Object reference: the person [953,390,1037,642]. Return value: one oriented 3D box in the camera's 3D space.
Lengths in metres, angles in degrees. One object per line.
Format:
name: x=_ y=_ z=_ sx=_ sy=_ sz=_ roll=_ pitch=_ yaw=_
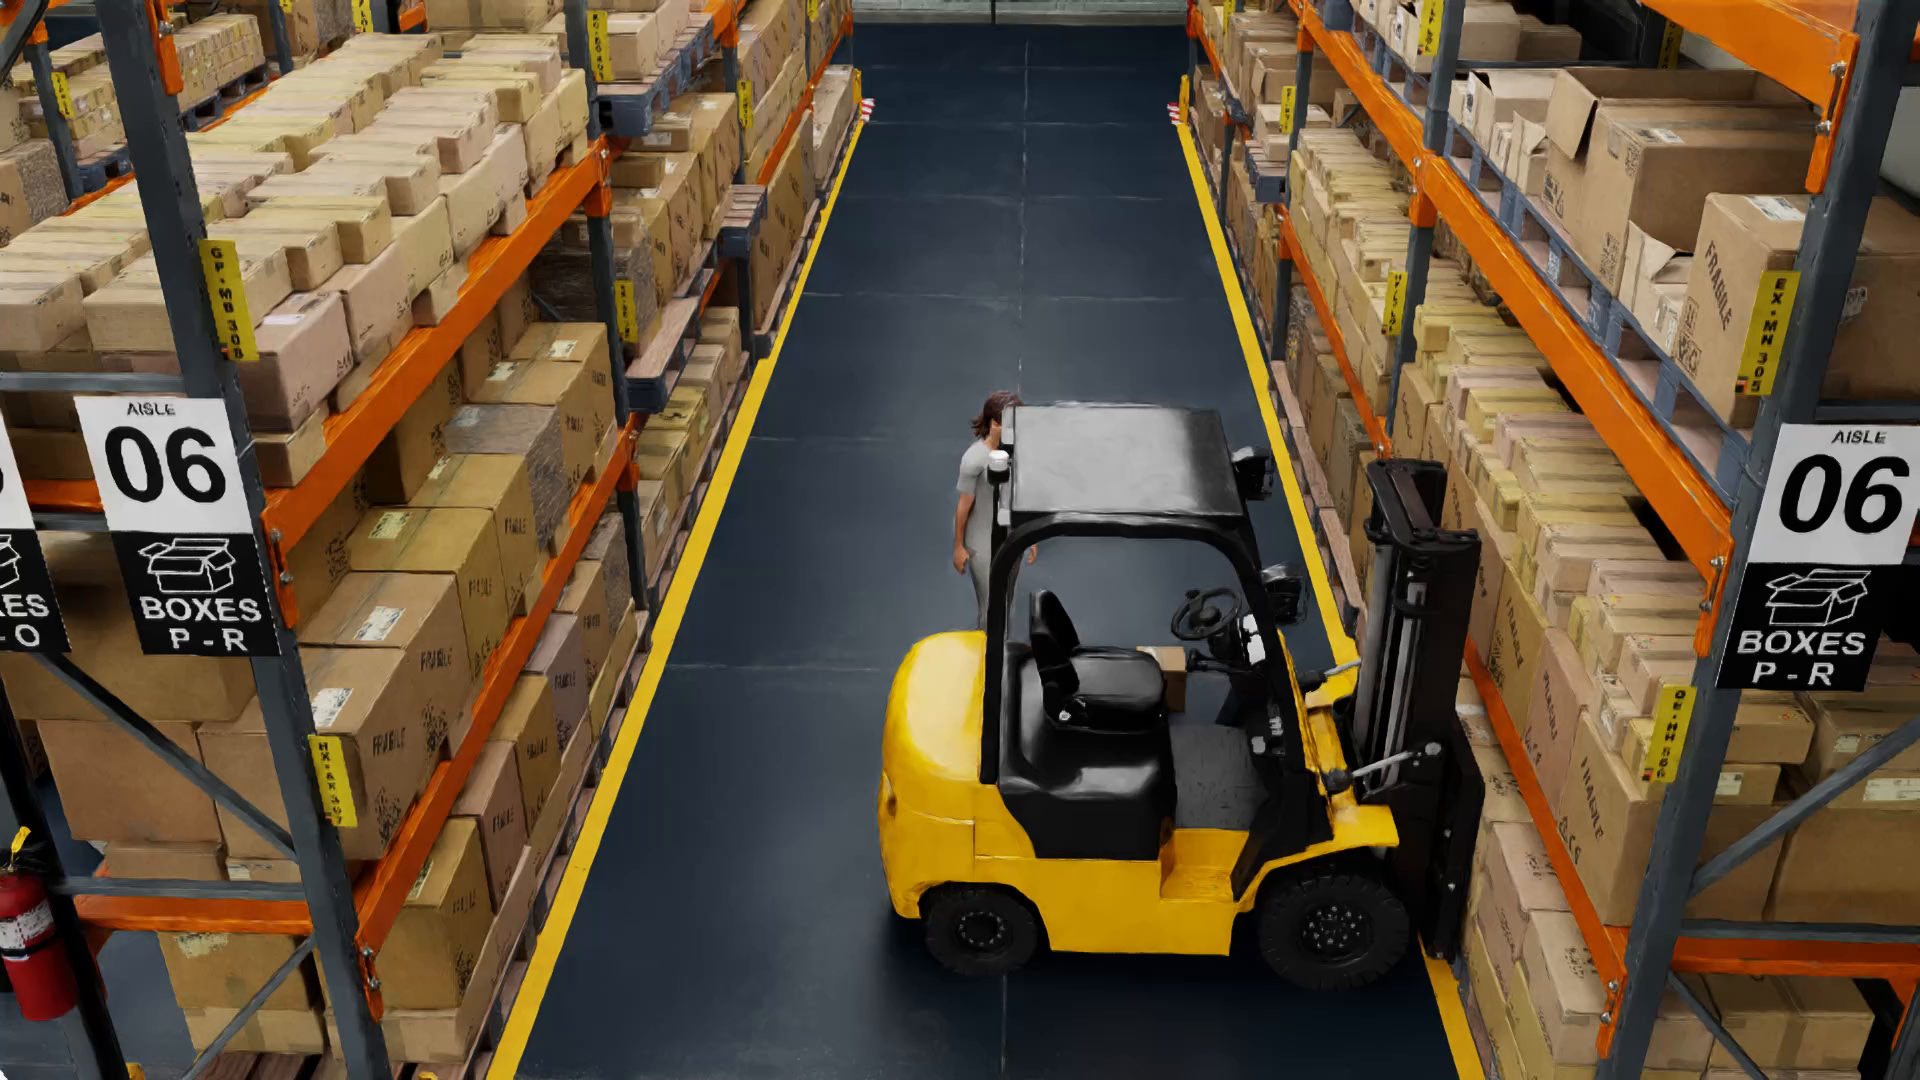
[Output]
person: x=0.277 y=0.069 z=8.488 sx=0.463 sy=1.665 sz=0.647 roll=-20 pitch=34 yaw=-33
